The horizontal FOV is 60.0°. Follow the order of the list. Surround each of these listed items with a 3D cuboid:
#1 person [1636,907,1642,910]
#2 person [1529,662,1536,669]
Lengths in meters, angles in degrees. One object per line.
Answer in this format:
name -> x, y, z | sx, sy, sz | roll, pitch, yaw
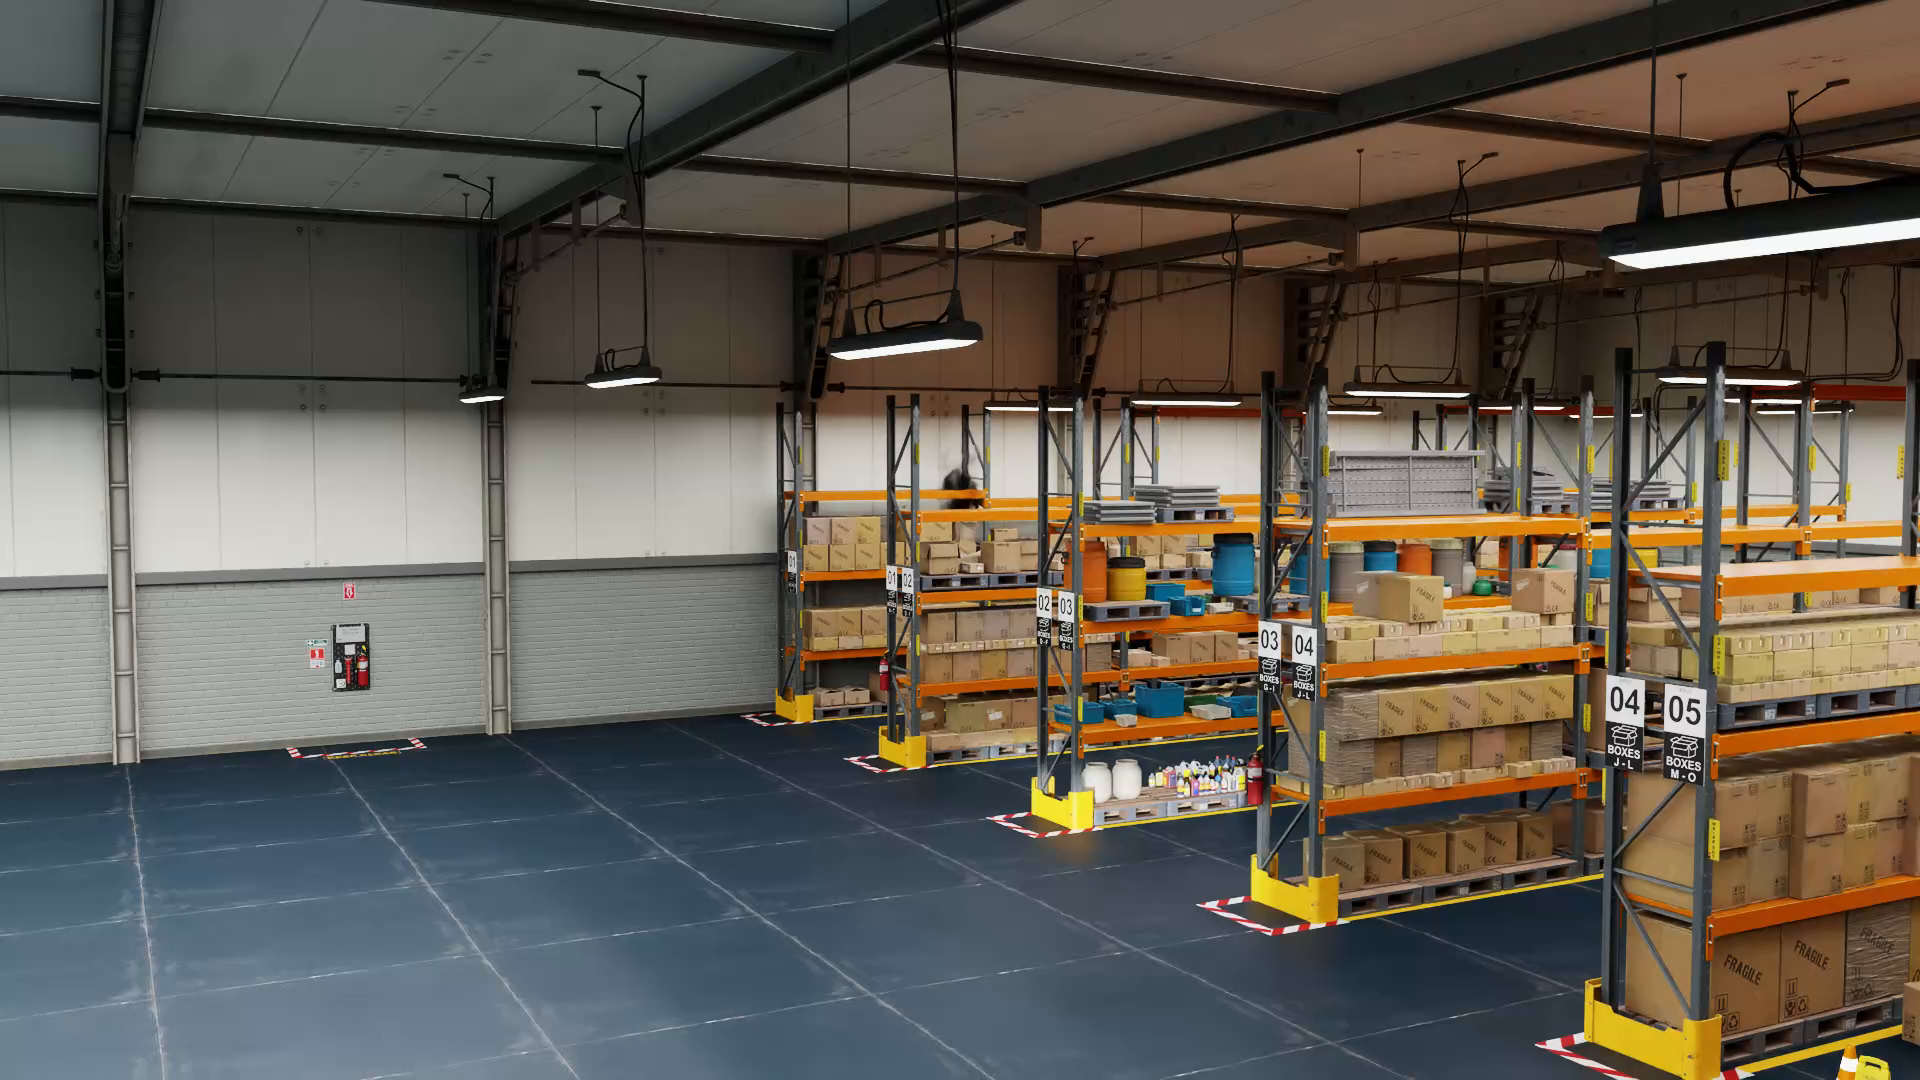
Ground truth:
person -> 7.246, 3.371, 17.353 | 0.585, 1.617, 0.612 | -3, 4, -39
person -> 10.208, 2.604, 30.467 | 0.569, 1.676, 0.652 | -3, 4, -42
